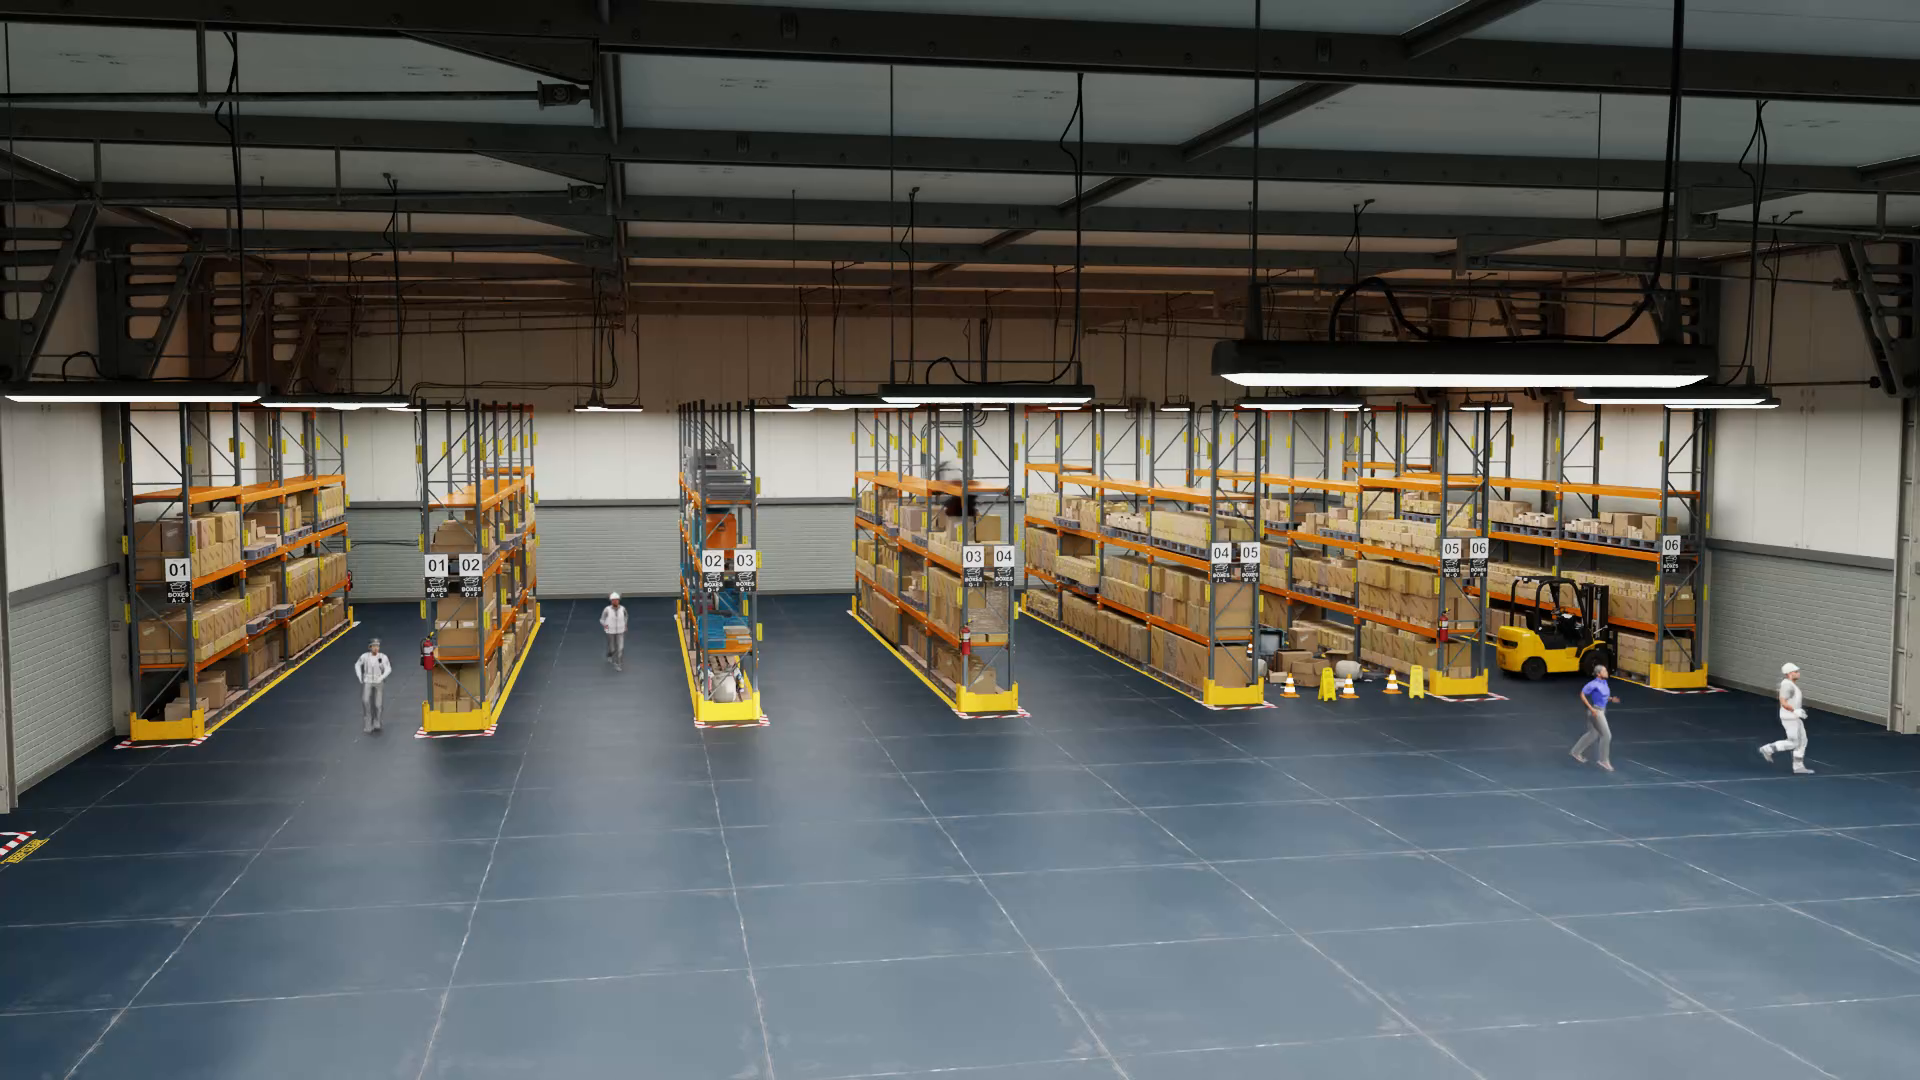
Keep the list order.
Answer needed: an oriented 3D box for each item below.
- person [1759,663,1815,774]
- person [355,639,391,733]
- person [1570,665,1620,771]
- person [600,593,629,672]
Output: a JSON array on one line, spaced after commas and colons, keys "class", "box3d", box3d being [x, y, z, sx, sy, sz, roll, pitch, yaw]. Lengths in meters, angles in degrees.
[{"class": "person", "box3d": [13.222, 2.839, 26.530, 0.806, 1.757, 0.674, 3, 5, 31]}, {"class": "person", "box3d": [-10.619, 2.621, 30.109, 0.625, 1.700, 0.652, -1, 5, -17]}, {"class": "person", "box3d": [10.299, 2.872, 26.980, 0.762, 1.692, 0.570, 3, 5, 35]}, {"class": "person", "box3d": [-7.732, 2.048, 37.244, 0.652, 1.743, 0.813, -2, 5, -24]}]
